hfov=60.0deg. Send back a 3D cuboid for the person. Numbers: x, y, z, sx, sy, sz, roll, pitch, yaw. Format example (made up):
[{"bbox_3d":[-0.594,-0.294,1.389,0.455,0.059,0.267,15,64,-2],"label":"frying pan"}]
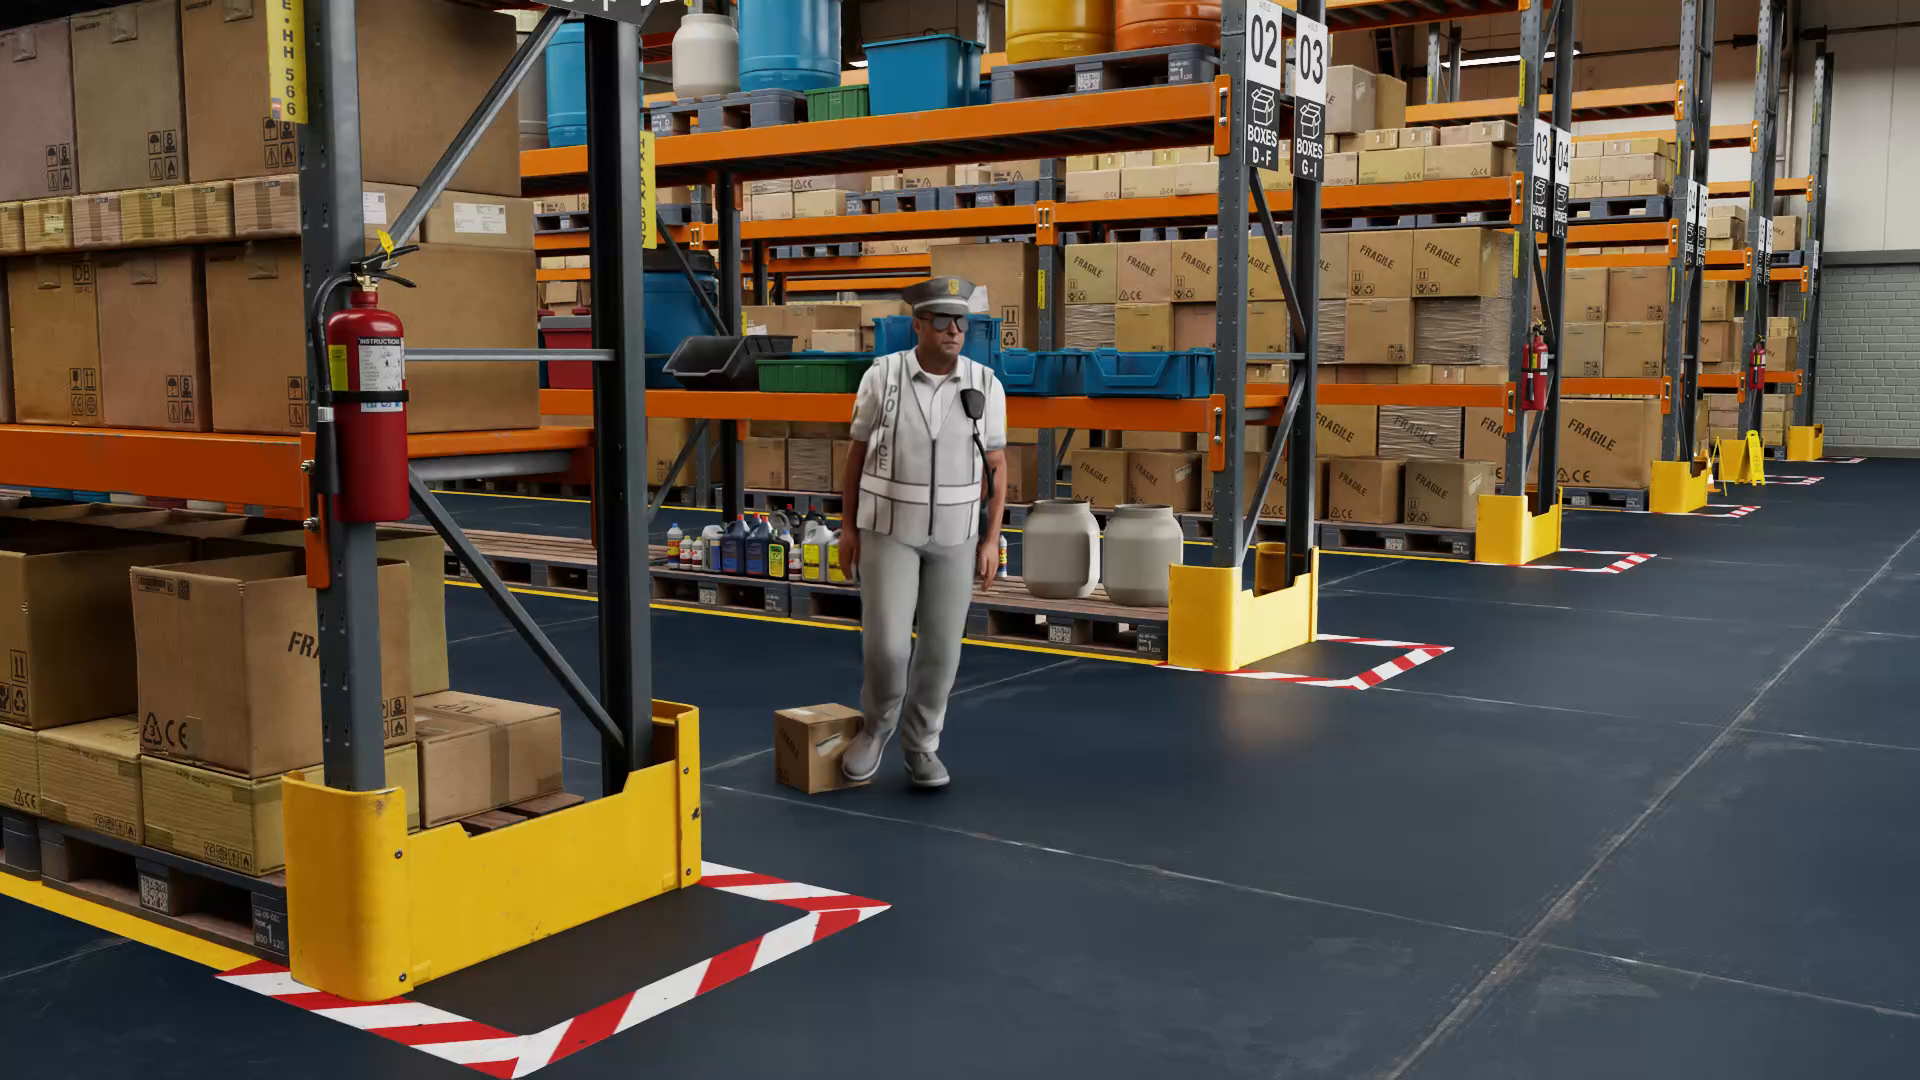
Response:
[{"bbox_3d":[-0.122,-0.014,5.702,0.577,1.743,0.468,-2,6,-14],"label":"person"}]
